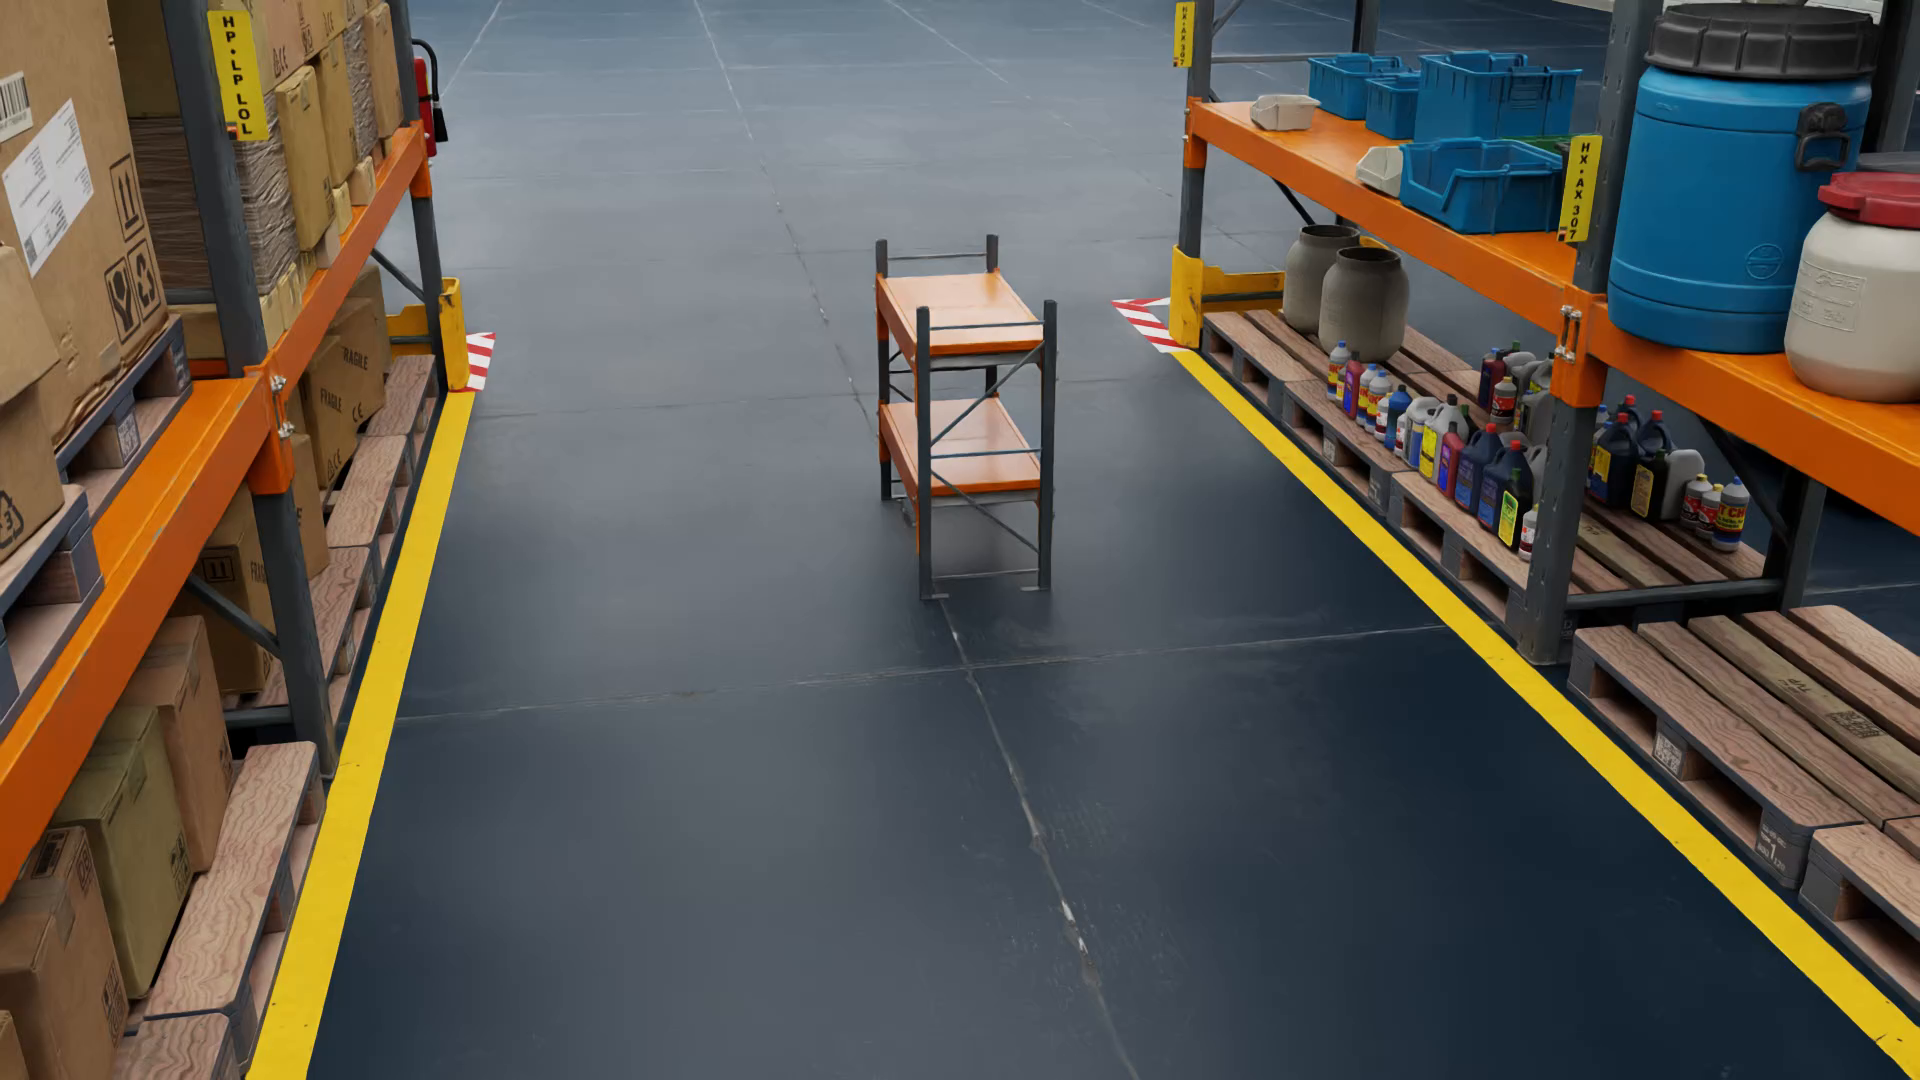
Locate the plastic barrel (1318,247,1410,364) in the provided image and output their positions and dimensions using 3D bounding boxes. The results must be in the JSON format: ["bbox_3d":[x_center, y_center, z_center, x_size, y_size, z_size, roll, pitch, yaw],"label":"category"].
[{"bbox_3d":[2.006,-1.168,8.260,0.421,0.512,0.421,0,24,0],"label":"plastic barrel"}]

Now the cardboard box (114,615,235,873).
[{"bbox_3d":[-2.318,0.561,4.291,0.700,0.500,0.500,-6,24,-14],"label":"cardboard box"}]

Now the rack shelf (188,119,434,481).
[{"bbox_3d":[-2.781,-1.083,6.381,1.077,0.370,4.000,-4,24,-10],"label":"rack shelf"}]

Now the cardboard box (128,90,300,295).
[{"bbox_3d":[-2.433,-0.990,4.772,0.875,0.500,0.500,-4,24,-10],"label":"cardboard box"}]

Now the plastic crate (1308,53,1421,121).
[{"bbox_3d":[2.104,-2.323,8.507,0.499,0.251,0.616,-4,24,-10],"label":"plastic crate"}]

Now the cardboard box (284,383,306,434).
[{"bbox_3d":[-2.751,-0.296,6.279,0.500,0.500,0.500,-6,24,-14],"label":"cardboard box"}]

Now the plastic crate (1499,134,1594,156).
[{"bbox_3d":[2.483,-1.450,6.588,0.450,0.188,0.662,-4,24,-10],"label":"plastic crate"}]

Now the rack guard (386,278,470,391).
[{"bbox_3d":[-3.136,-1.024,8.470,1.175,0.500,0.348,-4,24,-10],"label":"rack guard"}]

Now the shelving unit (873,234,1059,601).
[{"bbox_3d":[0.001,-0.513,6.519,0.538,1.125,1.048,-4,24,-10],"label":"shelving unit"}]

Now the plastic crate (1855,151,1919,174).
[{"bbox_3d":[2.847,-0.854,4.878,0.402,0.464,0.583,-4,24,-10],"label":"plastic crate"}]

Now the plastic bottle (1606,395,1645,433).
[{"bbox_3d":[2.680,-0.403,6.685,0.144,0.351,0.185,-5,24,-12],"label":"plastic bottle"}]

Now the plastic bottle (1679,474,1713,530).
[{"bbox_3d":[2.791,-0.150,6.292,0.097,0.201,0.097,0,24,0],"label":"plastic bottle"}]

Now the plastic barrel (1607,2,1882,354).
[{"bbox_3d":[2.230,-1.048,4.776,0.600,0.901,0.708,-4,24,-10],"label":"plastic barrel"}]

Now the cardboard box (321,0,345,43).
[{"bbox_3d":[-2.534,-2.051,5.953,0.500,0.500,0.500,-4,24,-10],"label":"cardboard box"}]

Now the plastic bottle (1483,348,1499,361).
[{"bbox_3d":[2.487,-0.795,7.770,0.097,0.201,0.097,0,24,0],"label":"plastic bottle"}]

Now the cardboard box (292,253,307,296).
[{"bbox_3d":[-2.262,-0.813,5.179,0.380,0.149,0.250,-4,24,-10],"label":"cardboard box"}]

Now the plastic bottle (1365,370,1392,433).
[{"bbox_3d":[1.828,-0.607,7.251,0.097,0.271,0.097,0,24,0],"label":"plastic bottle"}]

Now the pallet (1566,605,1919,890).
[{"bbox_3d":[2.640,0.591,5.133,1.003,0.211,1.213,-4,24,-10],"label":"pallet"}]

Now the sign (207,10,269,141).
[{"bbox_3d":[-1.866,-1.199,4.301,0.100,0.325,0.005,-4,24,-10],"label":"sign"}]

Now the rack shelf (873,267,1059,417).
[{"bbox_3d":[0.001,-0.781,6.402,0.538,0.278,1.000,-4,24,-10],"label":"rack shelf"}]

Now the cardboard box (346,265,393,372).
[{"bbox_3d":[-3.052,-1.000,7.889,0.500,0.500,0.500,0,24,0],"label":"cardboard box"}]

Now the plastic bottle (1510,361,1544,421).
[{"bbox_3d":[2.533,-0.674,7.398,0.152,0.276,0.135,-5,24,-11],"label":"plastic bottle"}]

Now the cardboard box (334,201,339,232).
[{"bbox_3d":[-2.410,-1.108,5.852,0.380,0.149,0.250,-4,24,-10],"label":"cardboard box"}]

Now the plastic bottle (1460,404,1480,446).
[{"bbox_3d":[2.055,-0.402,6.766,0.061,0.283,0.133,-4,24,-10],"label":"plastic bottle"}]

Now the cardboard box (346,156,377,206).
[{"bbox_3d":[-2.514,-1.405,6.534,0.380,0.149,0.250,-4,24,-10],"label":"cardboard box"}]

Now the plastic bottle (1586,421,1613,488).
[{"bbox_3d":[2.570,-0.340,6.641,0.097,0.271,0.097,0,24,0],"label":"plastic bottle"}]

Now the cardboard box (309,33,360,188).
[{"bbox_3d":[-2.734,-1.578,6.119,0.875,0.500,0.500,-4,24,-10],"label":"cardboard box"}]

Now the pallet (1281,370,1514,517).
[{"bbox_3d":[2.144,-0.463,7.546,1.003,0.211,1.213,-4,24,-10],"label":"pallet"}]

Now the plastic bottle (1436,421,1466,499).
[{"bbox_3d":[1.948,-0.318,6.574,0.061,0.283,0.133,-3,24,-6],"label":"plastic bottle"}]

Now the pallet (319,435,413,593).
[{"bbox_3d":[-2.799,-0.091,6.694,1.003,0.211,1.213,-4,24,-10],"label":"pallet"}]

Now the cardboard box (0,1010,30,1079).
[{"bbox_3d":[-2.042,1.189,2.852,0.700,0.500,0.500,-2,24,-5],"label":"cardboard box"}]

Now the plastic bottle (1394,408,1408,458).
[{"bbox_3d":[1.884,-0.455,6.991,0.097,0.201,0.097,0,24,0],"label":"plastic bottle"}]

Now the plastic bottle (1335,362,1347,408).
[{"bbox_3d":[1.765,-0.708,7.571,0.097,0.201,0.097,0,24,0],"label":"plastic bottle"}]

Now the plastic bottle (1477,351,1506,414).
[{"bbox_3d":[2.403,-0.724,7.503,0.061,0.283,0.133,-4,24,-10],"label":"plastic bottle"}]

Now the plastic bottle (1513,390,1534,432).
[{"bbox_3d":[2.457,-0.549,7.205,0.097,0.201,0.097,0,24,0],"label":"plastic bottle"}]

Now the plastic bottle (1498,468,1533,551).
[{"bbox_3d":[2.044,-0.114,6.108,0.061,0.283,0.133,-3,24,-7],"label":"plastic bottle"}]

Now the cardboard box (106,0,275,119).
[{"bbox_3d":[-2.244,-1.462,4.605,0.500,0.500,0.500,-4,24,-10],"label":"cardboard box"}]

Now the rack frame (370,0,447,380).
[{"bbox_3d":[-3.151,-2.199,8.038,1.000,3.000,0.127,-4,24,-10],"label":"rack frame"}]

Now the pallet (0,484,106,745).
[{"bbox_3d":[-2.078,0.260,2.648,1.003,0.211,1.213,-4,24,-10],"label":"pallet"}]

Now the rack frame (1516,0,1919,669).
[{"bbox_3d":[2.457,-0.993,5.275,1.000,3.000,0.127,-4,24,-10],"label":"rack frame"}]
